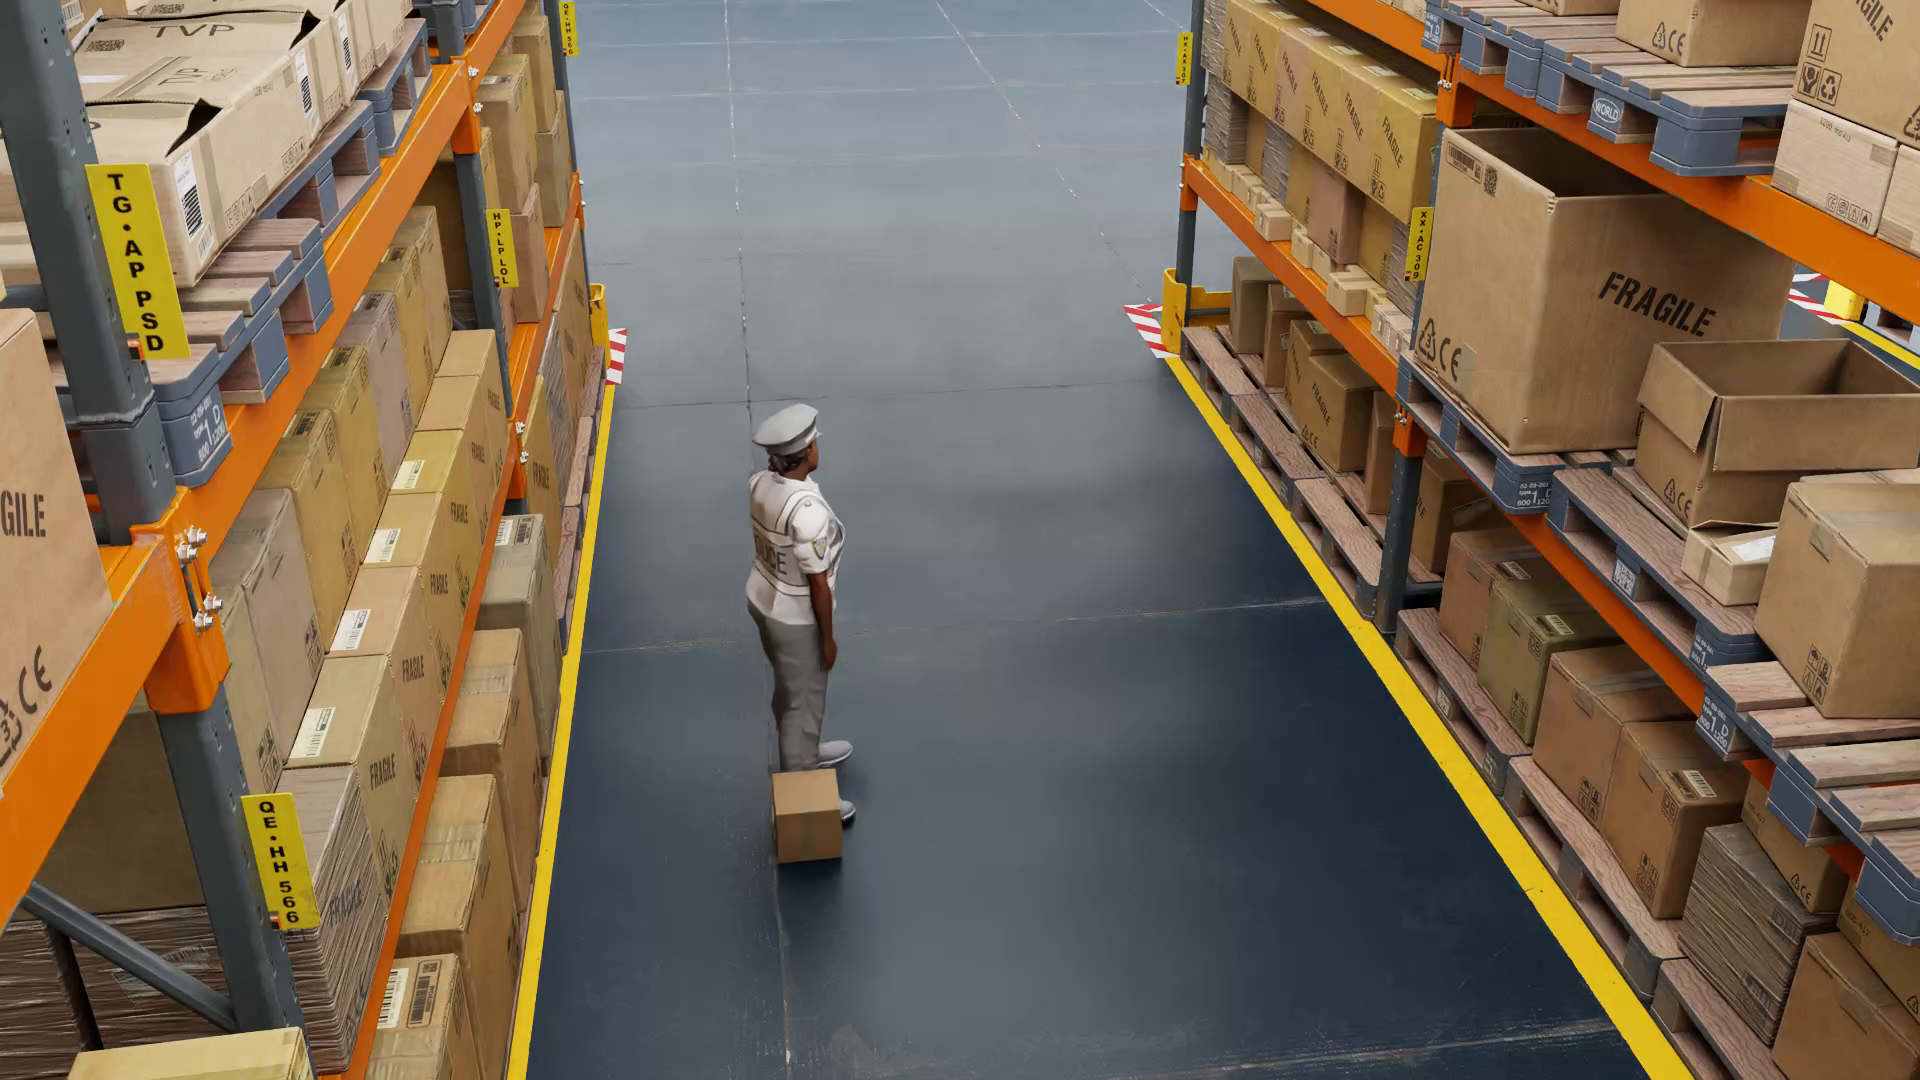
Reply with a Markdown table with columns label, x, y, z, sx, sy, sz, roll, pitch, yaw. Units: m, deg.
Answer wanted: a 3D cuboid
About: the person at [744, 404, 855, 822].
| label | x | y | z | sx | sy | sz | roll | pitch | yaw |
| --- | --- | --- | --- | --- | --- | --- | --- | --- | --- |
| person | -0.585 | 0.284 | 6.498 | 0.445 | 1.686 | 0.514 | -16 | 31 | -28 |
